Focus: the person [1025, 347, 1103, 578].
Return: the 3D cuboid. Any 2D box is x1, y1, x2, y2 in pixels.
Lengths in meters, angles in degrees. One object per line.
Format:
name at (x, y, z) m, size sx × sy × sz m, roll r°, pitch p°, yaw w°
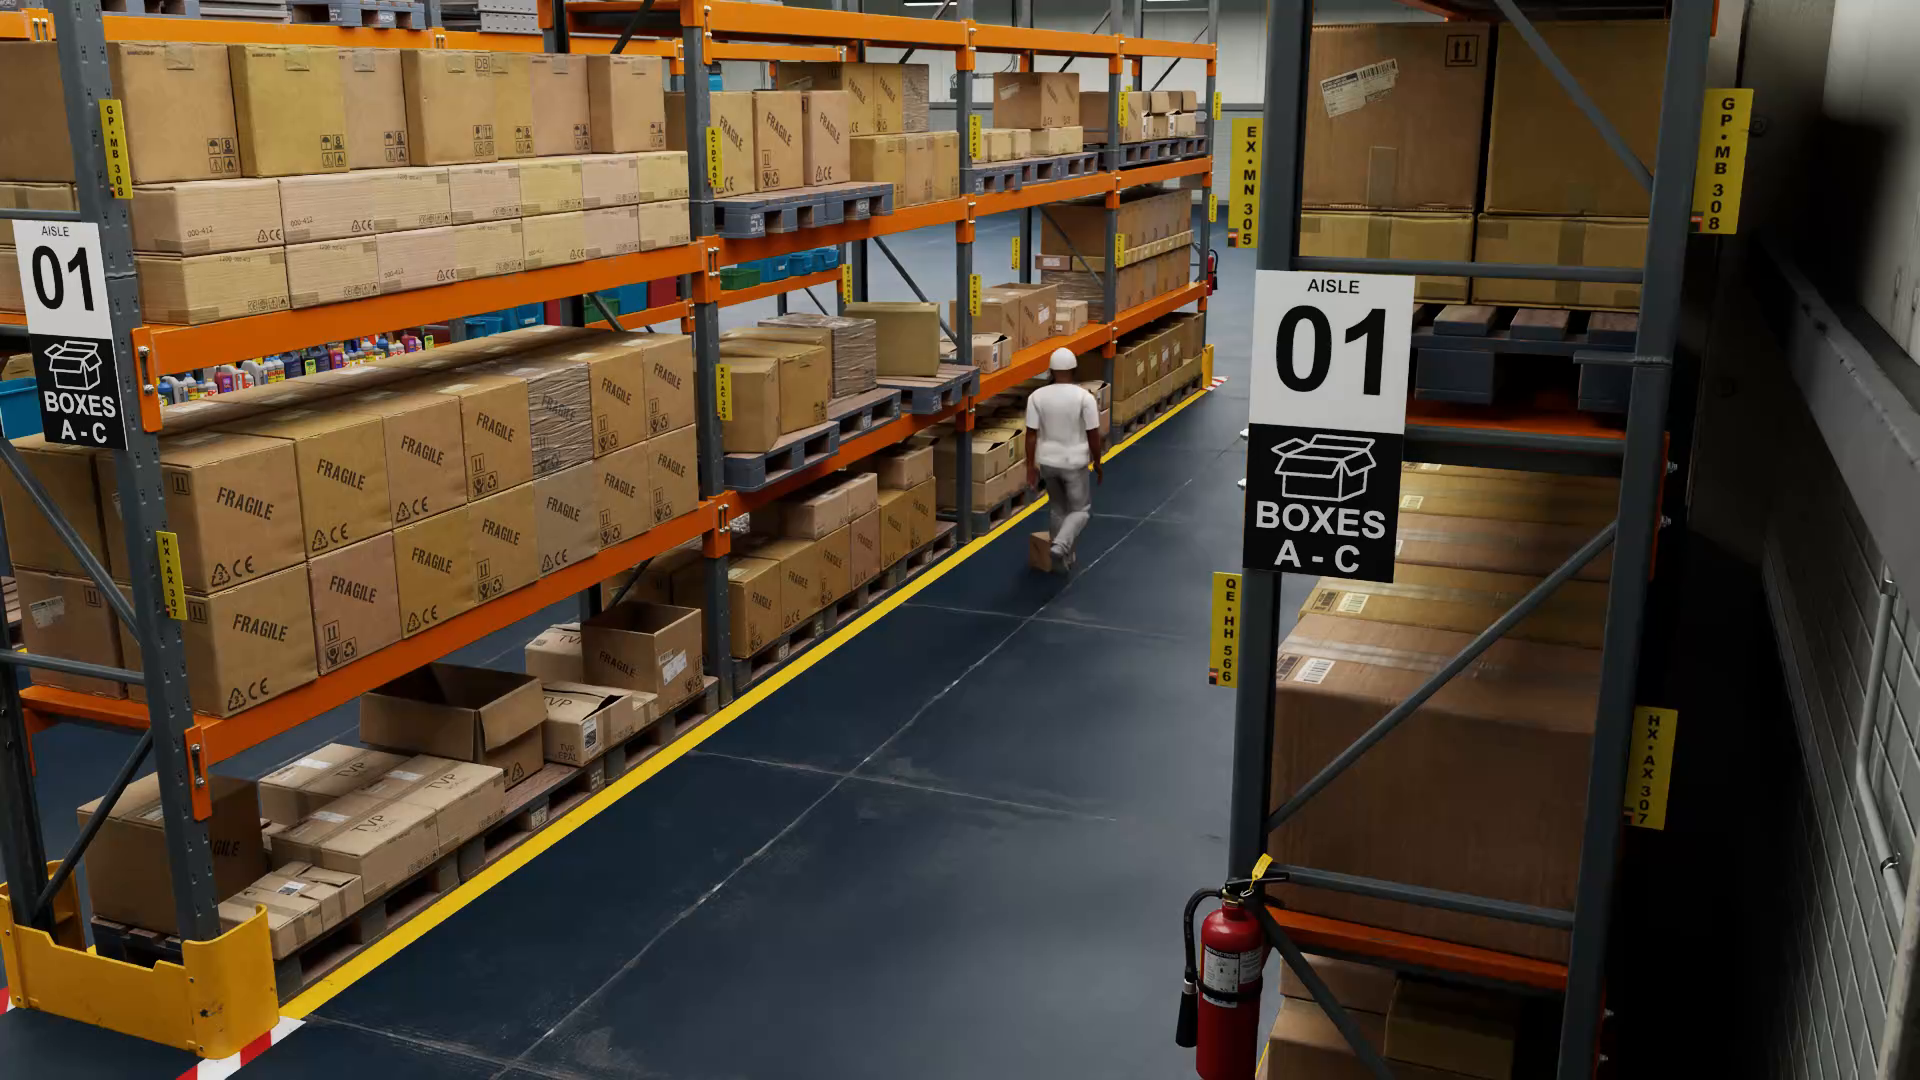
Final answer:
person at (0.769, -0.575, 12.527) m, size 0.568 × 1.743 × 0.813 m, roll 7°, pitch 17°, yaw 25°
